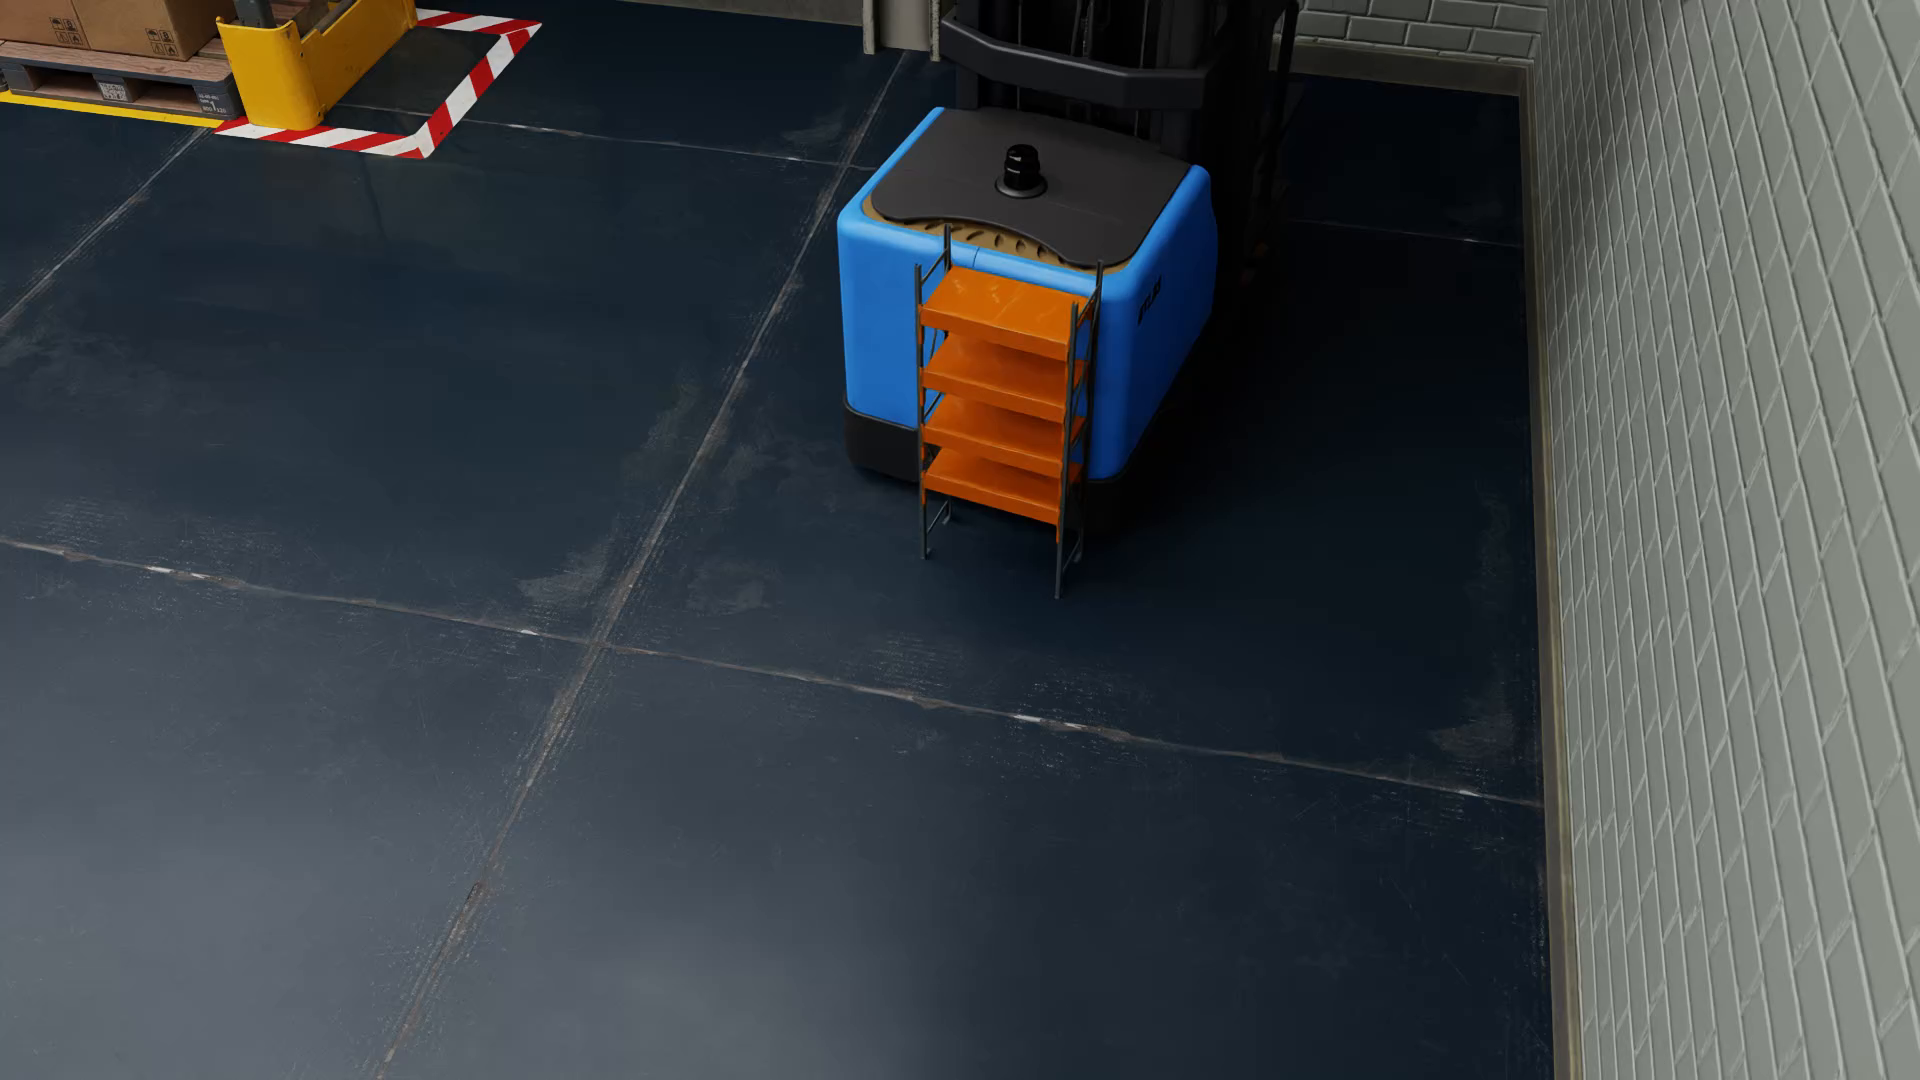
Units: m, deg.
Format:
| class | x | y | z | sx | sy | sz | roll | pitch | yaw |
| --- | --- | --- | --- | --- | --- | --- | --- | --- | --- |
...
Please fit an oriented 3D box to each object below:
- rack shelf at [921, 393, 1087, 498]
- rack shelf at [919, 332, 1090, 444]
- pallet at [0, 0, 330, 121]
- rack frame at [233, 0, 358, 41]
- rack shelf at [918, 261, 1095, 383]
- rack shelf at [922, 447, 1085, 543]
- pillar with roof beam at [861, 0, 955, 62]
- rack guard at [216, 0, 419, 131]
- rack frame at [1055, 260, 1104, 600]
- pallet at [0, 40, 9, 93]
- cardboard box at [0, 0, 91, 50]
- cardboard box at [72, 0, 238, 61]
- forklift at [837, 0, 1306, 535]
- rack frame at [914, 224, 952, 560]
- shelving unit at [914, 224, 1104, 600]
| class | x | y | z | sx | sy | sz | roll | pitch | yaw |
| --- | --- | --- | --- | --- | --- | --- | --- | --- | --- |
| rack shelf | 0.144 | -0.328 | 5.323 | 0.480 | 0.148 | 0.258 | 16 | 46 | 16 |
| rack shelf | 0.144 | -0.489 | 5.167 | 0.480 | 0.148 | 0.258 | 16 | 46 | 16 |
| pallet | -3.873 | -2.460 | 8.154 | 1.213 | 0.211 | 1.003 | 9 | 45 | 9 |
| rack frame | -3.076 | -3.397 | 7.116 | 0.127 | 3.000 | 1.000 | 9 | 45 | 9 |
| rack shelf | 0.144 | -0.660 | 5.003 | 0.480 | 0.148 | 0.258 | 16 | 46 | 16 |
| rack shelf | 0.144 | -0.185 | 5.460 | 0.480 | 0.148 | 0.258 | 16 | 46 | 16 |
| pillar with roof beam | -1.192 | -2.821 | 2.192 | 0.400 | 9.000 | 9.100 | 9 | 45 | 9 |
| rack guard | -3.052 | -2.493 | 7.979 | 0.348 | 0.500 | 1.175 | 9 | 45 | 9 |
| rack frame | 0.369 | -0.311 | 5.208 | 0.015 | 1.200 | 0.240 | 16 | 46 | 16 |
| pallet | -5.060 | -2.646 | 8.347 | 1.213 | 0.211 | 1.003 | 9 | 45 | 9 |
| cardboard box | -4.269 | -2.762 | 7.956 | 0.500 | 0.500 | 0.700 | 9 | 45 | 9 |
| cardboard box | -3.781 | -2.686 | 7.877 | 0.500 | 0.500 | 0.700 | 9 | 45 | 9 |
| forklift | 0.651 | -2.105 | 5.824 | 1.130 | 2.935 | 3.031 | 17 | 46 | 17 |
| rack frame | -0.081 | -0.442 | 5.344 | 0.015 | 1.200 | 0.240 | 16 | 46 | 16 |
| shelving unit | 0.144 | -0.376 | 5.276 | 0.503 | 1.200 | 0.258 | 16 | 46 | 16 |
